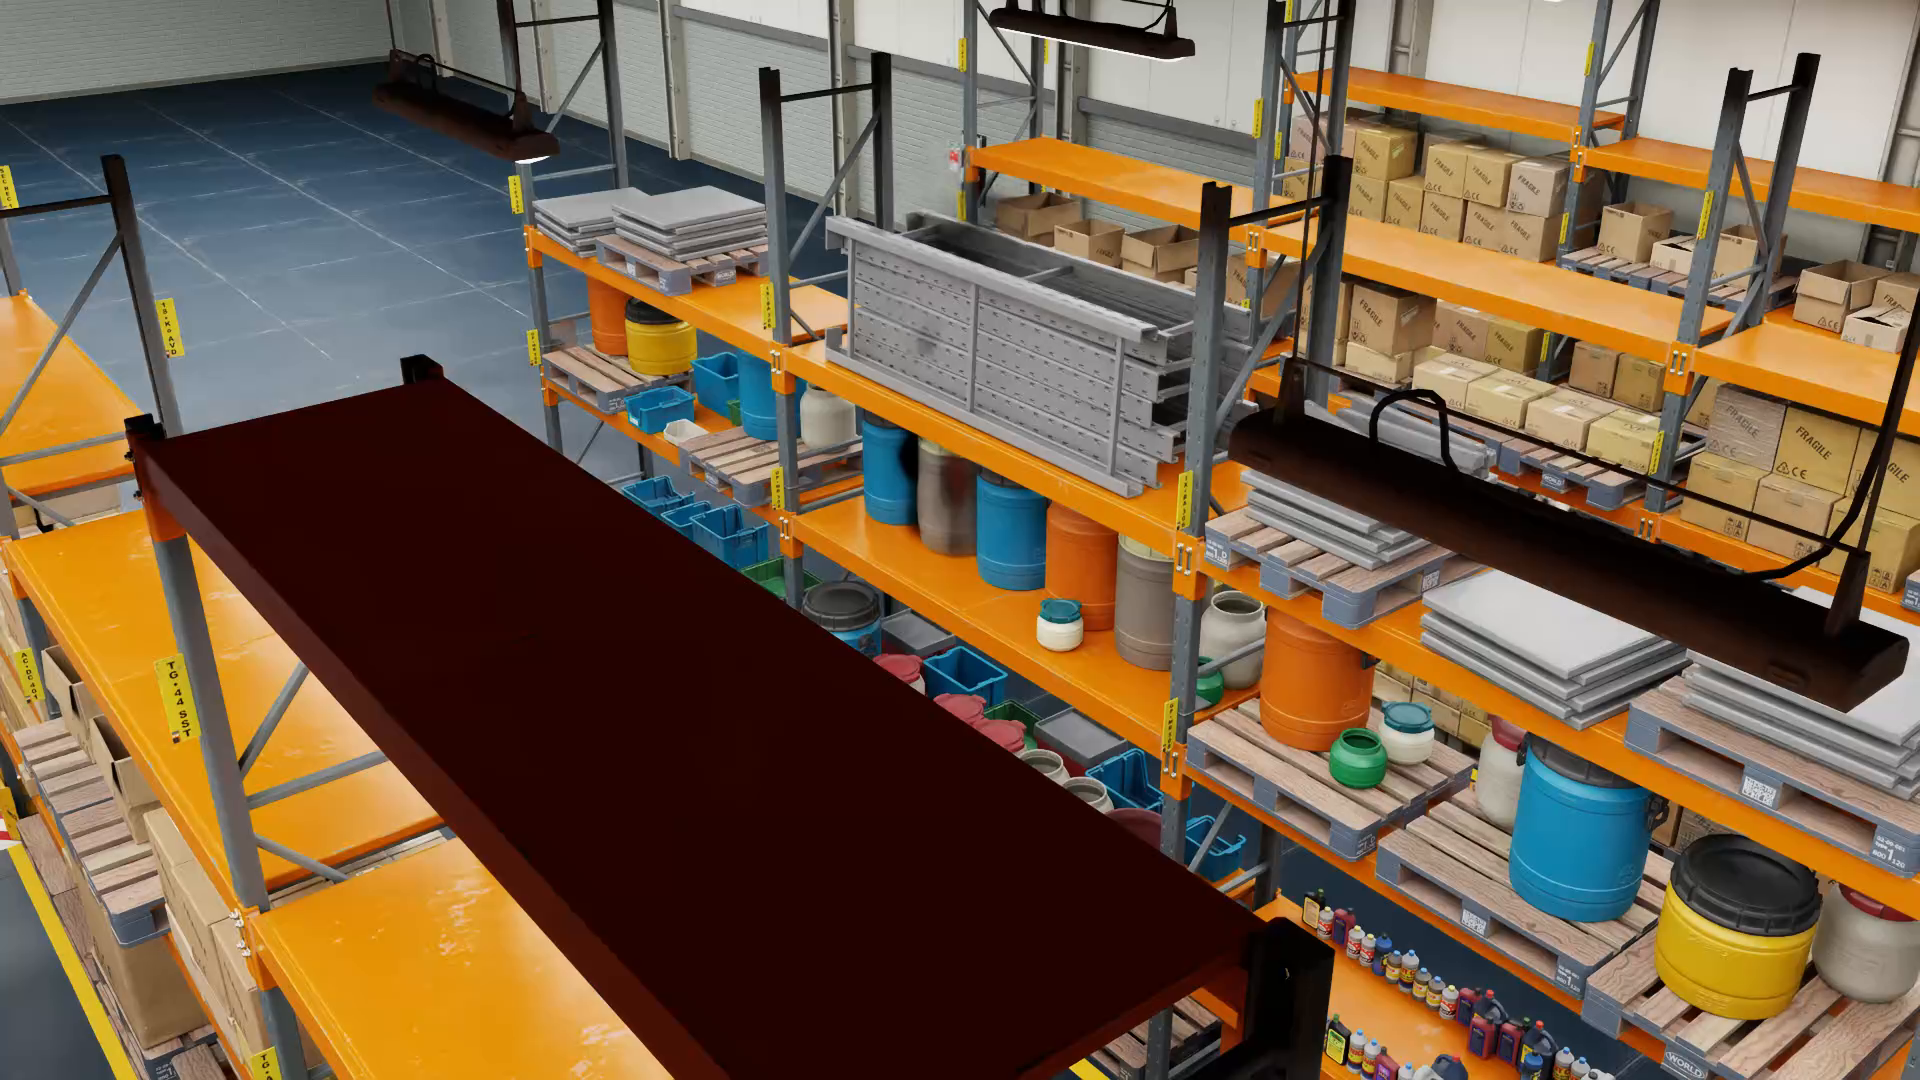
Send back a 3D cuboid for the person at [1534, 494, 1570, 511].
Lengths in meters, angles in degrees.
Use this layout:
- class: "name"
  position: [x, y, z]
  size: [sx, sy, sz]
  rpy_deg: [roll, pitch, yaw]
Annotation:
- class: "person"
  position: [5.792, -0.031, 16.320]
  size: [0.800, 1.769, 0.725]
  rpy_deg: [19, 32, 34]
